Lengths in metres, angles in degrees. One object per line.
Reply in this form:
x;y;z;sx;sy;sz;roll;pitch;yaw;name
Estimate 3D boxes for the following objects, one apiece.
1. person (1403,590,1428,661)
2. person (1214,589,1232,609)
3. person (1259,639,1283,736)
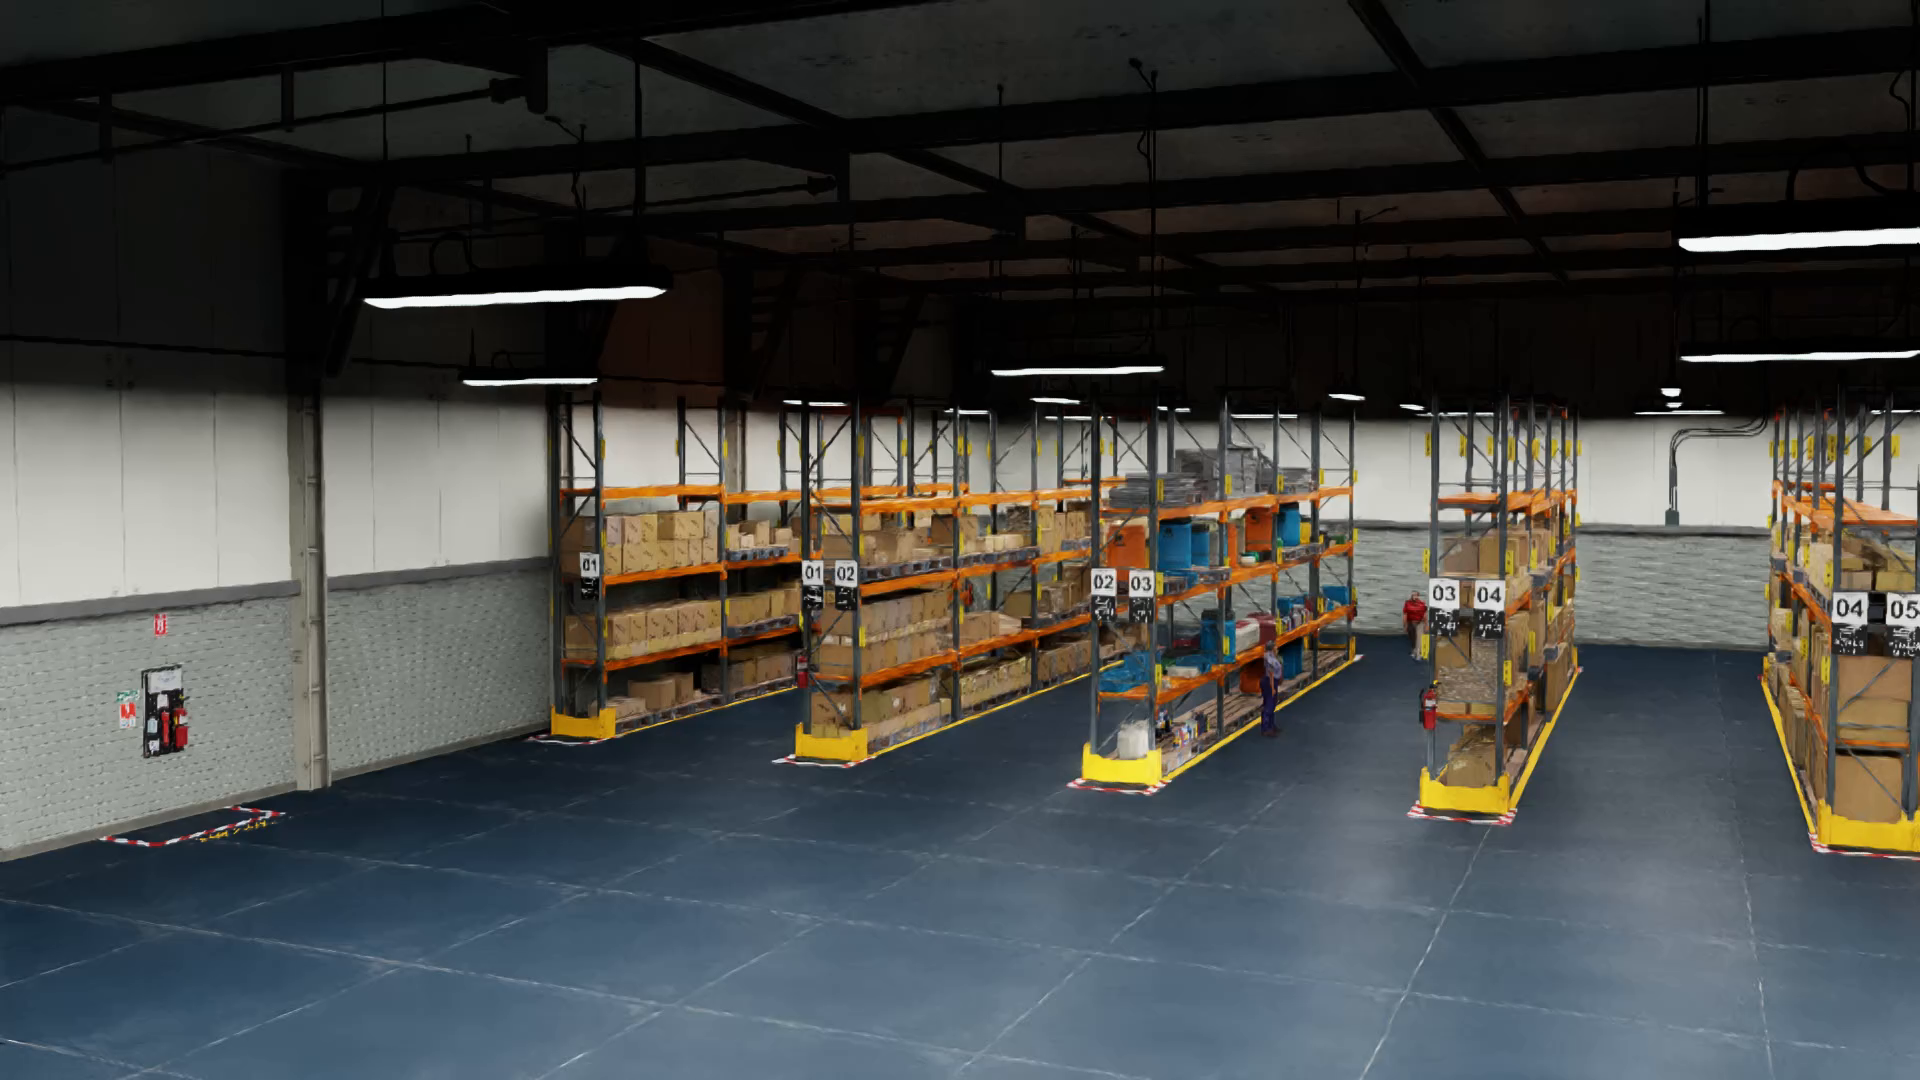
10.746;1.992;39.306;0.542;1.645;1.126;2;4;26;person
7.074;1.673;44.726;0.953;1.731;0.581;-3;4;-42;person
5.453;2.562;29.070;0.426;1.657;0.538;0;3;3;person
